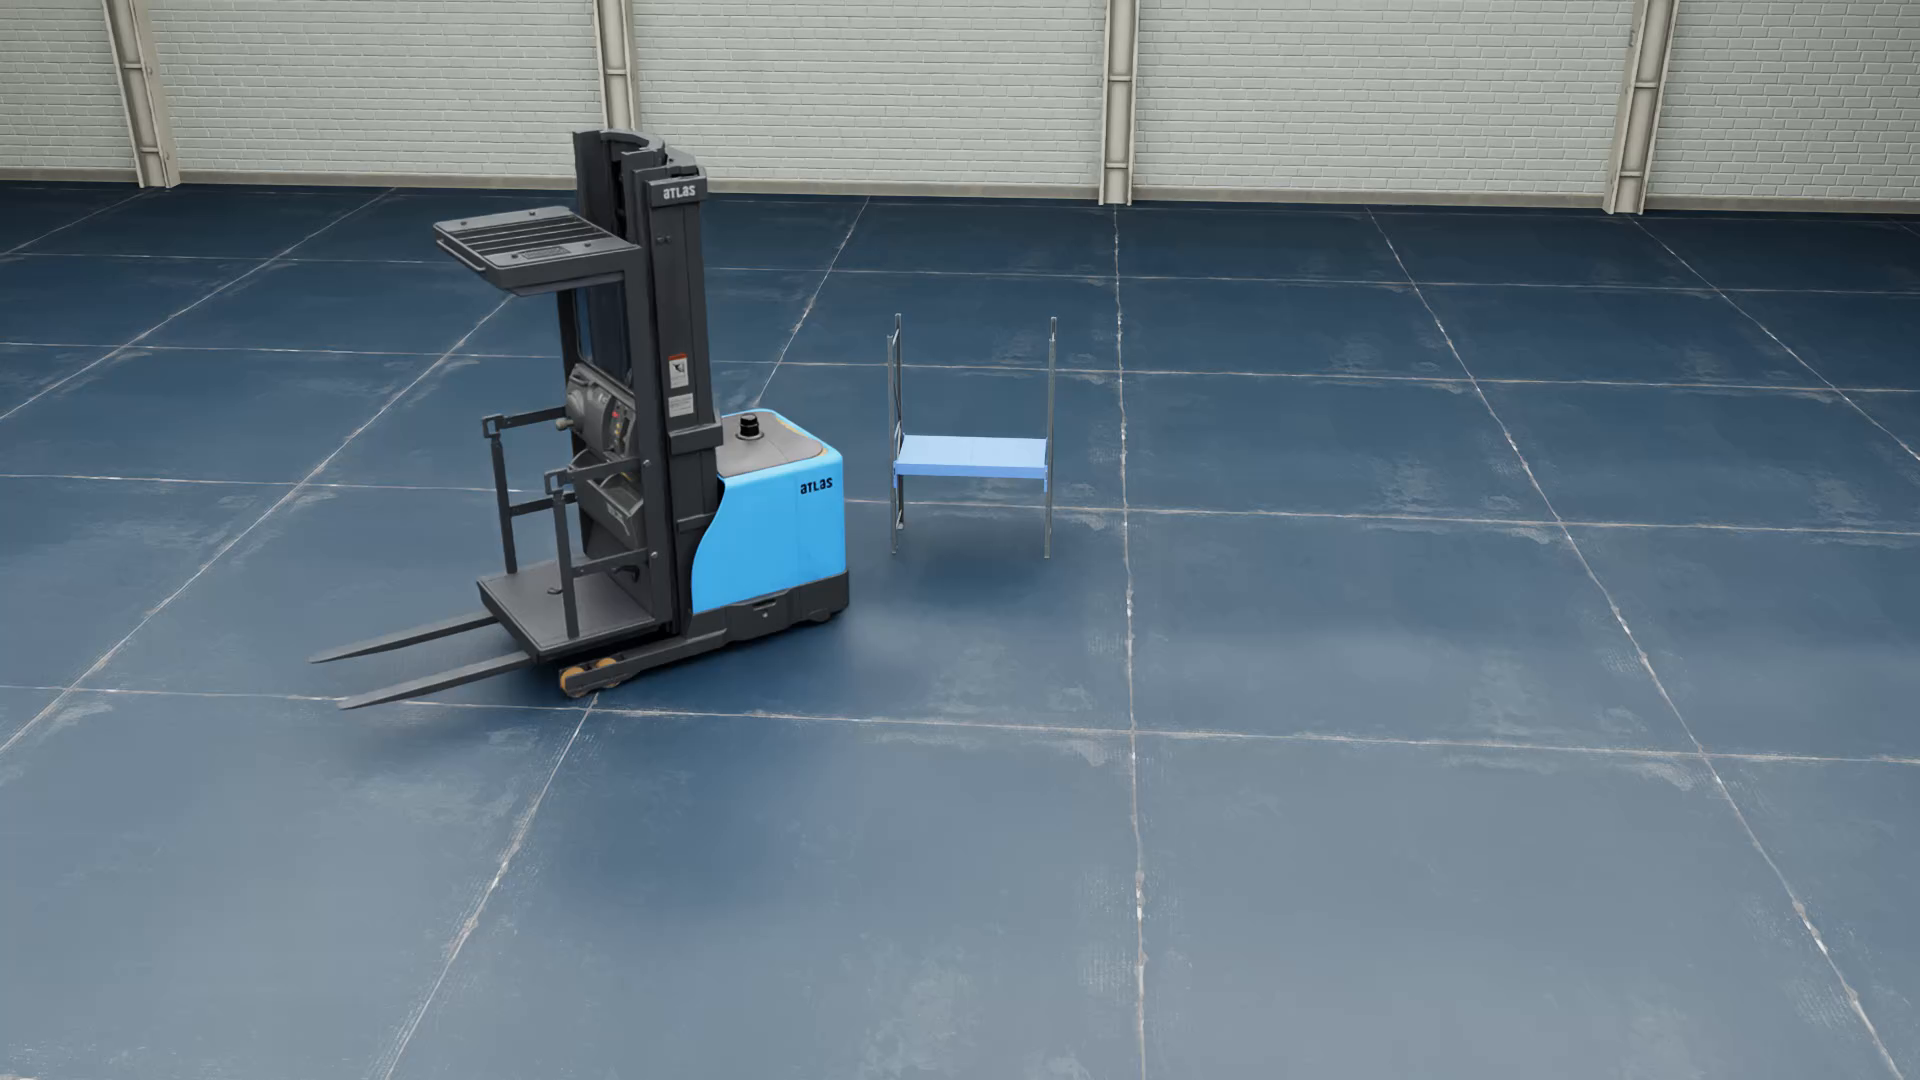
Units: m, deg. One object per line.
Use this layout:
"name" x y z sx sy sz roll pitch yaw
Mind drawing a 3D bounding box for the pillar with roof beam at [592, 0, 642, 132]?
"pillar with roof beam" -4.434 -6.583 14.792 0.400 9.000 9.100 2 25 4

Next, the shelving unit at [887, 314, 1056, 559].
"shelving unit" 0.085 -0.679 10.931 1.048 1.500 0.538 2 25 4

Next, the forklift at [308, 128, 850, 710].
"forklift" -2.193 -0.699 9.263 3.031 2.935 1.130 -15 29 -30

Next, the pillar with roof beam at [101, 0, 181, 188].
"pillar with roof beam" -10.416 -6.775 15.209 0.400 9.000 9.100 2 25 4

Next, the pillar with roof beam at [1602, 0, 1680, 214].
"pillar with roof beam" 7.531 -6.199 13.958 0.400 9.000 9.100 2 25 4

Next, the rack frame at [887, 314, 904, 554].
"rack frame" -0.422 -0.695 10.966 0.032 1.500 0.500 2 25 4

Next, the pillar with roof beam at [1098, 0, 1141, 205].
"pillar with roof beam" 1.549 -6.391 14.375 0.400 9.000 9.100 2 25 4

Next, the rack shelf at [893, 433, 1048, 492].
"rack shelf" 0.085 -0.515 11.006 1.000 0.185 0.538 2 25 4

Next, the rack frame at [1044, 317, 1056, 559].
"rack frame" 0.592 -0.662 10.895 0.032 1.500 0.500 2 25 4
